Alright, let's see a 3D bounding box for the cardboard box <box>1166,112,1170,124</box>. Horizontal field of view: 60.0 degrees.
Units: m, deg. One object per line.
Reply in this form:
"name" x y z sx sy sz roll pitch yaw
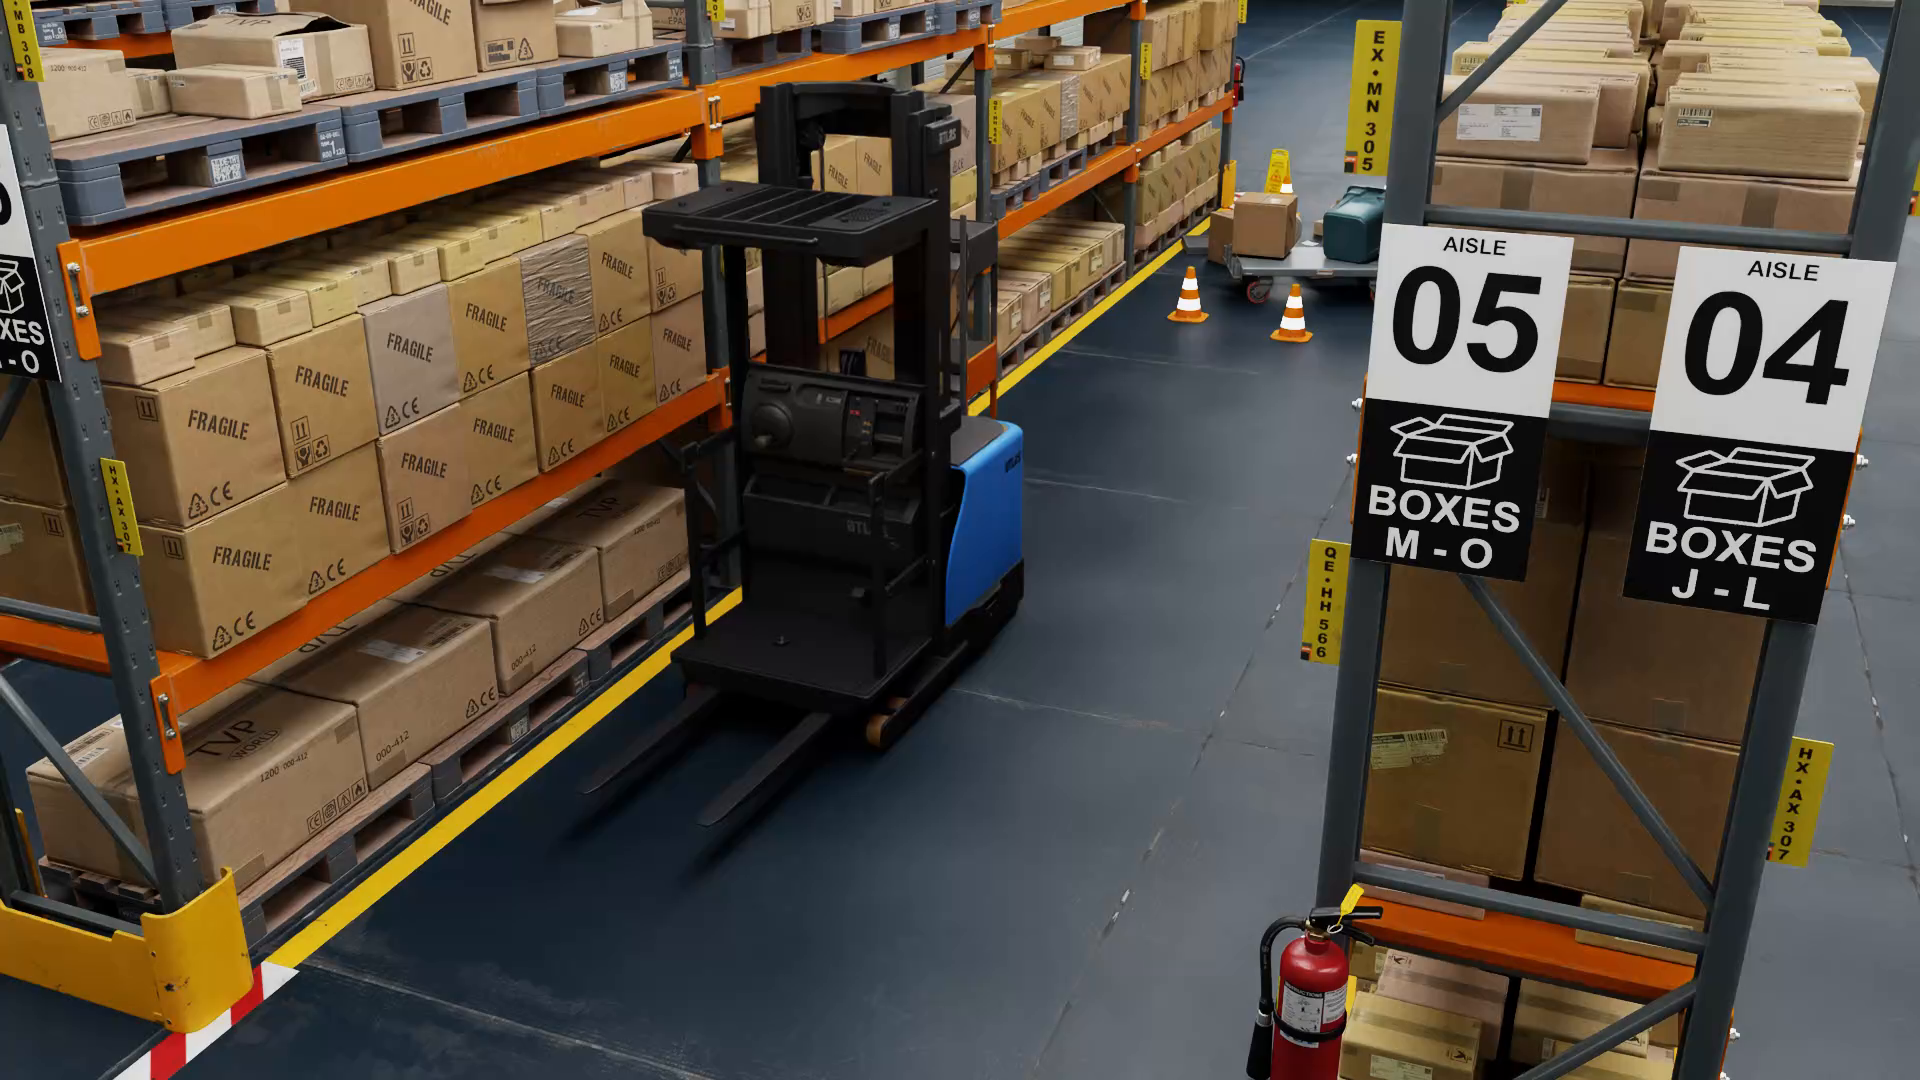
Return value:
"cardboard box" 1.954 -4.377 17.162 0.380 0.149 0.250 9 24 20

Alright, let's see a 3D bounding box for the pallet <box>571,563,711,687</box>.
"pallet" -2.097 0.365 9.102 1.003 0.211 1.213 9 24 20

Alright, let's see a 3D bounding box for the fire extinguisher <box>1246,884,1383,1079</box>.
"fire extinguisher" 0.883 1.153 4.181 0.296 0.674 0.183 9 24 20

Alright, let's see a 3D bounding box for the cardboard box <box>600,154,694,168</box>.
"cardboard box" -1.809 -1.886 9.446 0.500 0.500 0.500 10 25 22

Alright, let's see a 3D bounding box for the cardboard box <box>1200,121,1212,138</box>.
"cardboard box" 2.586 -4.582 18.536 0.380 0.149 0.250 10 24 22

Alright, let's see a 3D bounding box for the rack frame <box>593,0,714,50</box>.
"rack frame" -1.742 -3.951 8.033 1.000 3.000 0.127 9 24 20

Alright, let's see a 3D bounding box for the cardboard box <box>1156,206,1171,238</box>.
"cardboard box" 1.887 -3.335 17.366 0.500 0.250 0.500 10 25 23

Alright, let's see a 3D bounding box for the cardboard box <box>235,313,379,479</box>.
"cardboard box" -2.600 -0.575 6.309 0.500 0.500 0.500 8 24 19

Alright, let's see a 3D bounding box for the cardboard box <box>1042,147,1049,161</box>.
"cardboard box" 0.525 -3.269 13.965 0.380 0.149 0.250 10 25 22

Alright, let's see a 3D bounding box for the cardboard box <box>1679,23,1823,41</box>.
"cardboard box" 2.341 -1.443 4.950 0.380 0.149 0.250 10 25 22

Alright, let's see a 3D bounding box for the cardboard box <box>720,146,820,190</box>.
"cardboard box" -1.149 -1.992 9.701 0.500 0.500 0.500 9 24 20

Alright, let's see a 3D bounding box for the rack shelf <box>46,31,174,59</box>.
"rack shelf" -5.609 -3.660 12.161 1.077 0.370 4.000 9 24 20

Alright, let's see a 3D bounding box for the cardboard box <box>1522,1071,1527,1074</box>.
"cardboard box" 1.838 1.755 4.924 0.380 0.149 0.250 10 25 22

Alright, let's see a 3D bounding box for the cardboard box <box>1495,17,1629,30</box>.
"cardboard box" 1.848 -1.517 5.126 0.380 0.149 0.250 8 24 19

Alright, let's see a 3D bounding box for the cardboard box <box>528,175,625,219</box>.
"cardboard box" -1.862 -1.667 8.080 0.380 0.149 0.250 9 24 20

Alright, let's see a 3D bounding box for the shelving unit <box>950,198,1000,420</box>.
"shelving unit" -0.062 -0.910 9.703 0.431 2.100 0.503 9 24 20

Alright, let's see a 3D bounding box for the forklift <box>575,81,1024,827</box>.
"forklift" -0.714 -0.552 7.769 1.130 2.935 3.031 10 25 22

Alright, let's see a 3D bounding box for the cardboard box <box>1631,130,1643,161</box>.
"cardboard box" 1.529 -1.009 4.427 0.500 0.250 0.500 8 24 19

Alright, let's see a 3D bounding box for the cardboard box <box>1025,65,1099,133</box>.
"cardboard box" 0.891 -3.863 14.546 0.500 0.500 0.500 10 25 22

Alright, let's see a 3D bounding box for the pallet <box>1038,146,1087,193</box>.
"pallet" 0.441 -3.240 14.363 1.003 0.211 1.213 9 24 20

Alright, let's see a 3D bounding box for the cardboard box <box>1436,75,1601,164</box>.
"cardboard box" 1.256 -0.969 3.815 0.380 0.149 0.250 9 24 20

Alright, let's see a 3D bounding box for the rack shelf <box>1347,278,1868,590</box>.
"rack shelf" 2.148 -0.846 5.426 1.077 0.370 4.000 9 24 20

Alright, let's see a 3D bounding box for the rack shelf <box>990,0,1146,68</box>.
"rack shelf" 0.487 -4.382 13.890 1.077 0.370 4.000 9 24 20

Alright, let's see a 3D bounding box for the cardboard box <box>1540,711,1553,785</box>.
"cardboard box" 1.529 0.357 4.988 0.500 0.500 0.500 8 24 19

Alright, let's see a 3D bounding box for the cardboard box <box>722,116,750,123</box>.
"cardboard box" -2.824 -4.888 19.787 0.500 0.250 0.500 8 24 19

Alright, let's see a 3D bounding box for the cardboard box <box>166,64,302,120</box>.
"cardboard box" -2.610 -1.616 5.986 0.380 0.149 0.250 10 25 22

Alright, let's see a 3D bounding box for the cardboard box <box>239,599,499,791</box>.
"cardboard box" -2.744 0.658 7.562 0.875 0.438 0.875 9 24 21

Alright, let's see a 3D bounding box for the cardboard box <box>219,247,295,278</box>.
"cardboard box" -2.896 -1.081 6.678 0.380 0.149 0.250 9 24 20

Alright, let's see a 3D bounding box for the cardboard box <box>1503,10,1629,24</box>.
"cardboard box" 1.940 -1.611 5.352 0.380 0.149 0.250 8 24 18

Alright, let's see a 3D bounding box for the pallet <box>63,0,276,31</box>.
"pallet" -5.662 -3.784 11.769 1.213 0.211 1.003 9 24 20

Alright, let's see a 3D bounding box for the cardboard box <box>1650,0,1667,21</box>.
"cardboard box" 3.134 -2.254 7.188 0.700 0.500 0.500 9 24 20

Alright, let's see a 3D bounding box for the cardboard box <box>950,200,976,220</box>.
"cardboard box" -0.203 -2.327 12.123 0.500 0.250 0.500 8 24 18

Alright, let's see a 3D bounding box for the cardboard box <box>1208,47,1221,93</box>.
"cardboard box" 2.579 -5.248 18.406 0.500 0.500 0.500 9 24 20

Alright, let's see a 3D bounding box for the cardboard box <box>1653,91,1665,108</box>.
"cardboard box" 2.201 -1.110 4.670 0.500 0.250 0.500 9 24 21

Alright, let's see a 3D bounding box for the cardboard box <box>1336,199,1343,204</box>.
"cardboard box" 4.413 -3.334 17.578 0.797 0.503 0.637 -7 24 -17

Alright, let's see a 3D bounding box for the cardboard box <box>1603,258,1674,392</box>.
"cardboard box" 1.810 -0.517 3.900 0.500 0.250 0.500 10 25 22

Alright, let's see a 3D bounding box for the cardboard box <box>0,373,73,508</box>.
"cardboard box" -3.270 -0.465 6.045 0.500 0.500 0.500 10 25 22

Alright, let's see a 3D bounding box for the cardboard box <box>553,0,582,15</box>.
"cardboard box" -2.156 -2.672 8.059 0.500 0.500 0.500 9 24 21

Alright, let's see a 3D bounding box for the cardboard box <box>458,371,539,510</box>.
"cardboard box" -2.245 -0.474 7.363 0.500 0.500 0.500 10 25 22

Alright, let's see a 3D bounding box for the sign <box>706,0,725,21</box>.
"sign" -1.226 -2.763 8.307 0.100 0.325 0.005 9 24 20

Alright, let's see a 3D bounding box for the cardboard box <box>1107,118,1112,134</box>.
"cardboard box" 1.180 -3.808 15.255 0.380 0.149 0.250 8 24 18

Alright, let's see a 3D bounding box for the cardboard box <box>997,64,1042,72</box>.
"cardboard box" 0.407 -3.941 14.734 0.500 0.500 0.500 9 24 20

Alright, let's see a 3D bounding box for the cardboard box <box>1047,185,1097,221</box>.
"cardboard box" 1.200 -3.566 16.946 0.500 0.500 0.500 8 24 19

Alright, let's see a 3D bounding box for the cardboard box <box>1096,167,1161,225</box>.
"cardboard box" 1.699 -3.489 16.760 0.500 0.500 0.500 10 25 23

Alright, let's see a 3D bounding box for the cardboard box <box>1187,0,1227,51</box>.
"cardboard box" 2.439 -5.530 17.785 0.700 0.500 0.500 8 24 19

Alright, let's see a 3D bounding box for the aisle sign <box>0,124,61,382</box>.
"aisle sign" -2.985 -0.883 5.100 0.394 0.787 0.004 9 24 20

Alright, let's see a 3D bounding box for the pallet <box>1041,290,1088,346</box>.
"pallet" 0.490 -2.042 14.864 1.003 0.211 1.213 9 24 20

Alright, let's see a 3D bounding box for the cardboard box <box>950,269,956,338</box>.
"cardboard box" -0.590 -1.592 12.381 0.875 0.875 0.875 9 24 20

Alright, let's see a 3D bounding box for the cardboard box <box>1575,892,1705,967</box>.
"cardboard box" 1.830 0.968 4.366 0.380 0.149 0.250 9 24 20

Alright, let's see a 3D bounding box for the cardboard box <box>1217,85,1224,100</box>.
"cardboard box" 2.784 -5.090 18.869 0.380 0.149 0.250 8 24 19

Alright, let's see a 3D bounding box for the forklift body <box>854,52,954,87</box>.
"forklift body" -0.905 -4.855 19.082 2.313 2.155 1.214 9 24 20

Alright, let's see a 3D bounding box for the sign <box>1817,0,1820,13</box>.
"sign" 3.398 -2.058 6.722 0.100 0.325 0.005 9 24 20

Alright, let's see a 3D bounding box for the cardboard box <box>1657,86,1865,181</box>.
"cardboard box" 1.737 -0.891 3.629 0.380 0.149 0.250 9 24 20

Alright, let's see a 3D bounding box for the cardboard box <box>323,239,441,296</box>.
"cardboard box" -2.344 -1.107 6.741 0.380 0.149 0.250 9 24 21

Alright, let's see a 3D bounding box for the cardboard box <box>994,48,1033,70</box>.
"cardboard box" 0.418 -4.201 14.513 0.380 0.149 0.250 10 25 23

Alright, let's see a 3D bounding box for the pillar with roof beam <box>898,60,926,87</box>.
"pillar with roof beam" 3.236 -10.365 23.389 9.100 9.000 0.400 9 24 20

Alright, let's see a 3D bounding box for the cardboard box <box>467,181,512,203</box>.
"cardboard box" -2.386 -1.642 8.020 0.380 0.149 0.250 9 24 20

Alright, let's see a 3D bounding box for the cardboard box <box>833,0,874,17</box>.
"cardboard box" -0.738 -3.302 10.001 0.396 0.266 0.258 11 25 24

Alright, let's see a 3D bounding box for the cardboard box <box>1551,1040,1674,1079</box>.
"cardboard box" 1.915 1.630 4.838 0.380 0.149 0.250 8 24 18
